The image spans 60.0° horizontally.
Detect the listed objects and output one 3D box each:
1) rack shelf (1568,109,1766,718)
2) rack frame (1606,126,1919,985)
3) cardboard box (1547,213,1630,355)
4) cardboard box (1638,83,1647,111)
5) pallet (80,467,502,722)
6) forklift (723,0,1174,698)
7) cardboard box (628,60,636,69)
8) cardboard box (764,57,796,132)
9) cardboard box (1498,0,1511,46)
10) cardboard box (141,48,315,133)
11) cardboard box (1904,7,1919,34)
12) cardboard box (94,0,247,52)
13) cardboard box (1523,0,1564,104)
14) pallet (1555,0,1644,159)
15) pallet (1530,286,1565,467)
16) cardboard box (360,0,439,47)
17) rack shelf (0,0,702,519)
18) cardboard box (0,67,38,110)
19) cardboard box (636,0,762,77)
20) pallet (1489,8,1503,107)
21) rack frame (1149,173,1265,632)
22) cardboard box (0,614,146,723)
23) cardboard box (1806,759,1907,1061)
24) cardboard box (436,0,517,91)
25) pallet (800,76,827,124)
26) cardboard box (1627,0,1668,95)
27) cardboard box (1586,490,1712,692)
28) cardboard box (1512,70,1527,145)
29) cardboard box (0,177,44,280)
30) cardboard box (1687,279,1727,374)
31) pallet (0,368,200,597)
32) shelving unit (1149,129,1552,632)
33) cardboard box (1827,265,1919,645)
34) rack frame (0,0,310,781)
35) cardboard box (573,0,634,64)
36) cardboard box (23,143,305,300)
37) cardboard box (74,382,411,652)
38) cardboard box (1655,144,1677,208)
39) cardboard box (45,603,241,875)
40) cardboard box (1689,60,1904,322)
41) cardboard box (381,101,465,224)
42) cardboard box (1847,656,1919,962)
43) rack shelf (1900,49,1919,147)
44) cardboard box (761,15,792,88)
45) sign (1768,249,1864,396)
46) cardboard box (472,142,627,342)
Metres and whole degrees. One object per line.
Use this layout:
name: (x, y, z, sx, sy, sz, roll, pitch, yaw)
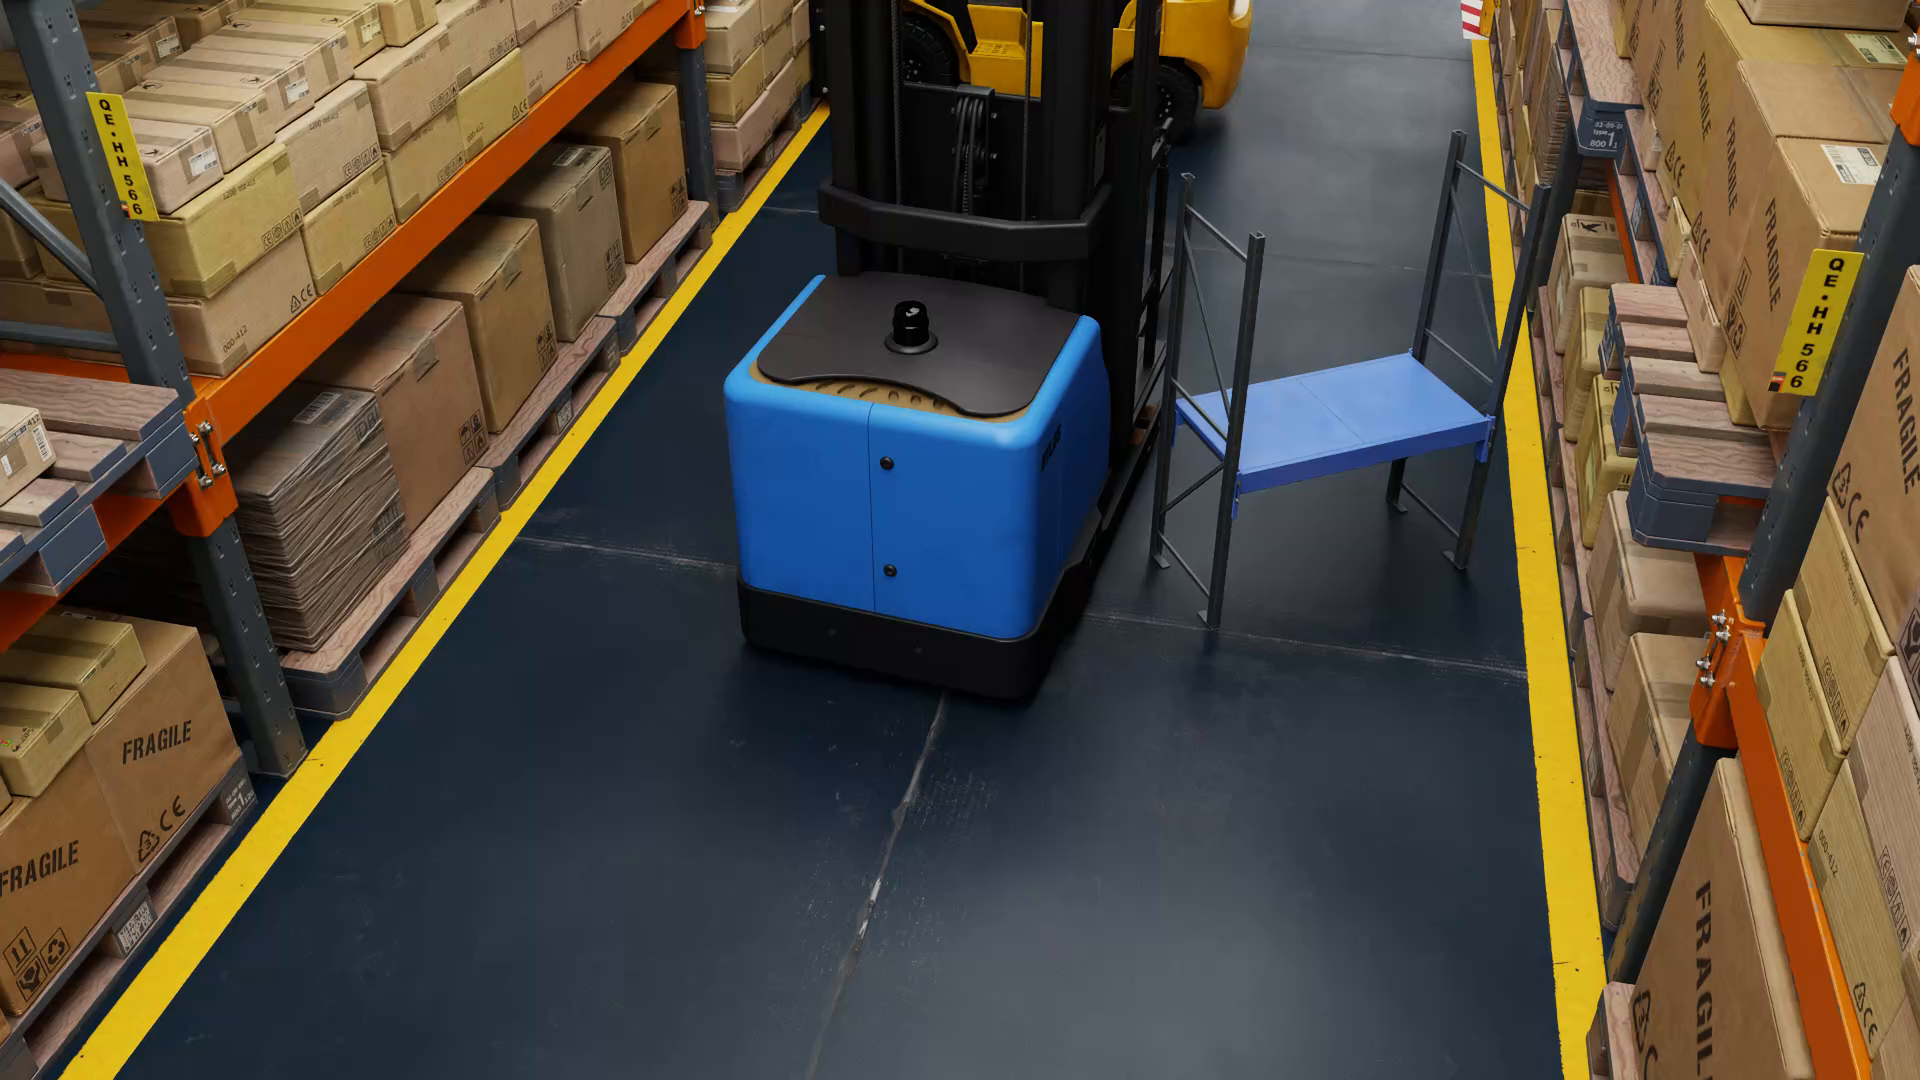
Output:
rack shelf: (2.699, -0.794, 5.402, 1.077, 0.370, 4.000, 7, 37, 10)
rack frame: (2.272, 0.062, 3.609, 1.000, 3.000, 0.127, 7, 37, 10)
cardboard box: (3.016, -1.037, 7.006, 0.950, 0.372, 0.625, 8, 37, 11)
cardboard box: (2.556, -1.566, 5.711, 0.380, 0.149, 0.250, 8, 37, 11)
pallet: (-2.364, 0.104, 5.927, 1.003, 0.211, 1.213, 7, 37, 10)
forklift: (0.196, -1.535, 5.871, 1.130, 2.935, 3.031, 11, 37, 15)
cardboard box: (-1.808, -2.620, 8.441, 0.500, 0.250, 0.500, 8, 37, 11)
cardboard box: (-1.204, -2.437, 9.042, 0.500, 0.250, 0.500, 7, 36, 9)
cardboard box: (3.538, -3.154, 10.030, 0.500, 0.250, 0.500, 7, 37, 10)
cardboard box: (-2.137, -1.311, 4.865, 0.380, 0.149, 0.250, 8, 37, 11)
cardboard box: (2.805, -1.103, 4.520, 0.500, 0.500, 0.500, 8, 37, 11)
cardboard box: (-2.529, -1.668, 5.357, 0.380, 0.149, 0.250, 7, 37, 10)
cardboard box: (3.205, -2.549, 8.557, 0.500, 0.500, 0.500, 9, 37, 12)
pallet: (2.821, -1.734, 6.250, 1.003, 0.211, 1.213, 7, 37, 10)
pallet: (2.961, -0.656, 6.975, 1.003, 0.211, 1.213, 7, 37, 10)
cardboard box: (-1.957, -1.749, 5.469, 0.380, 0.149, 0.250, 8, 37, 11)
rack shelf: (-2.151, -1.414, 6.258, 1.077, 0.370, 4.000, 7, 37, 10)
cardboard box: (-2.760, -1.237, 4.763, 0.380, 0.149, 0.250, 8, 37, 11)
cardboard box: (-1.314, -2.551, 8.347, 0.500, 0.250, 0.500, 7, 36, 9)
pallet: (3.756, -2.891, 10.059, 1.003, 0.211, 1.213, 7, 37, 10)
rack frame: (0.806, -0.426, 5.560, 0.032, 1.500, 0.500, -12, 38, -17)
cardboard box: (-2.436, 0.336, 4.450, 0.380, 0.149, 0.250, 6, 36, 8)
cardboard box: (1.829, 0.668, 2.900, 0.500, 0.250, 0.500, 6, 36, 9)
cardboard box: (-1.923, -1.805, 5.886, 0.500, 0.250, 0.500, 8, 37, 11)
pallet: (-1.255, -2.875, 10.037, 1.003, 0.211, 1.213, 7, 37, 10)
cardboard box: (2.520, -1.761, 5.427, 0.500, 0.500, 0.500, 7, 37, 10)
cardboard box: (2.552, 0.209, 5.287, 0.950, 0.372, 0.625, 7, 36, 9)
cardboard box: (3.207, -2.258, 8.795, 0.500, 0.250, 0.500, 8, 37, 11)
cardboard box: (-2.754, -0.992, 4.765, 0.500, 0.250, 0.500, 8, 37, 11)
cardboard box: (2.108, -0.537, 4.291, 0.380, 0.149, 0.250, 7, 37, 10)
pallet: (-2.655, -0.083, 3.972, 1.213, 0.211, 1.003, 7, 37, 10)
shelving unit: (1.282, -0.531, 5.705, 1.048, 1.500, 0.538, -12, 38, -17)
cardboard box: (1.927, -0.132, 2.938, 0.500, 0.500, 0.500, 6, 36, 8)
rack frame: (-2.578, -0.558, 4.464, 1.000, 3.000, 0.127, 7, 37, 10)
cardboard box: (-1.678, -2.180, 6.830, 0.500, 0.250, 0.500, 7, 37, 10)
cardboard box: (-2.220, -0.921, 4.666, 0.500, 0.250, 0.500, 7, 37, 10)
cardboard box: (-2.432, -0.123, 5.529, 0.875, 0.625, 0.625, 8, 37, 11)
cardboard box: (2.365, -1.122, 5.099, 0.380, 0.149, 0.250, 6, 36, 8)
cardboard box: (-2.459, 0.553, 4.703, 0.500, 0.500, 0.500, 8, 37, 11)
cardboard box: (2.197, -0.863, 4.188, 0.500, 0.500, 0.500, 7, 36, 9)
cardboard box: (-2.029, -1.305, 5.623, 0.500, 0.250, 0.500, 6, 36, 8)
cardboard box: (1.811, 0.476, 2.739, 0.500, 0.250, 0.500, 8, 37, 11)
rack shelf: (1.844, 0.285, 1.358, 1.077, 0.370, 4.000, 7, 37, 10)
cardboard box: (-1.213, -2.638, 8.893, 0.500, 0.250, 0.500, 7, 37, 10)
sign: (1.739, -0.438, 3.379, 0.100, 0.325, 0.005, 7, 37, 10)
cardboard box: (-1.998, -1.316, 7.175, 0.875, 0.625, 0.625, 7, 37, 9)
